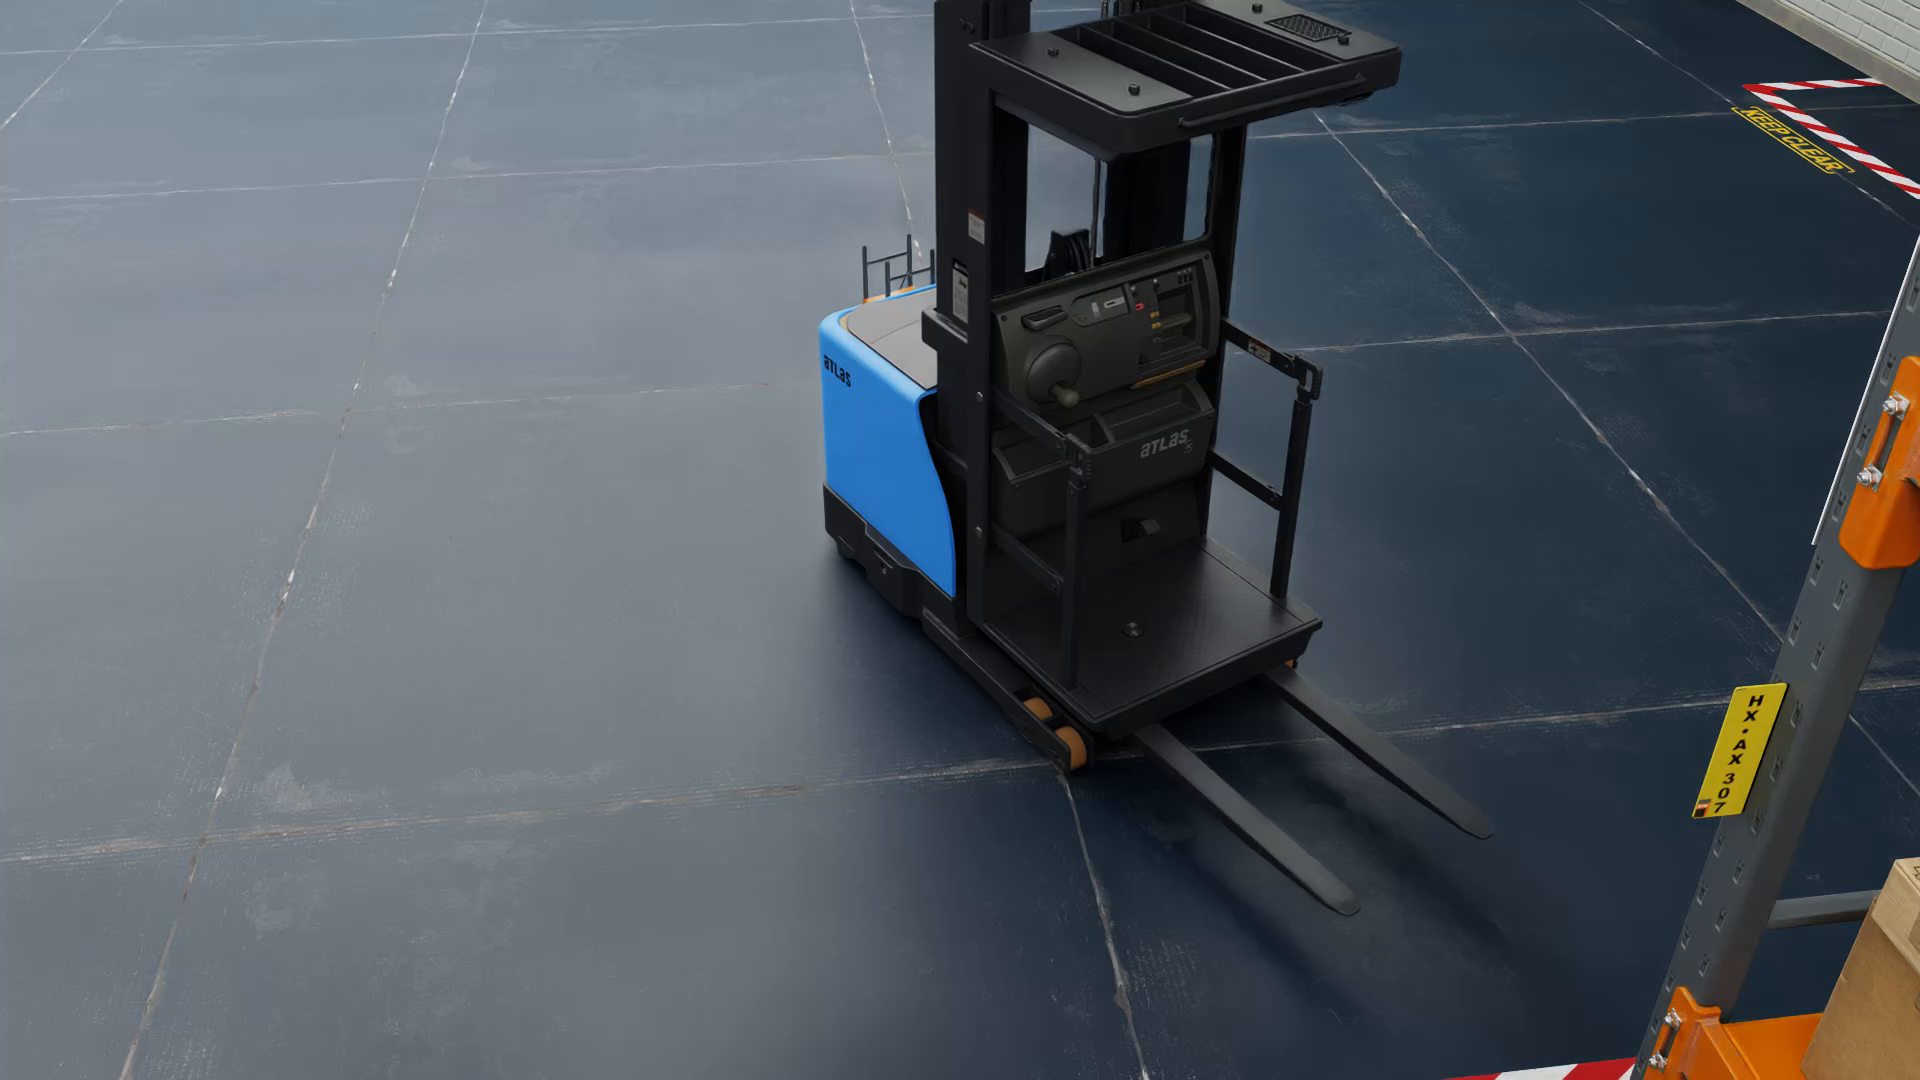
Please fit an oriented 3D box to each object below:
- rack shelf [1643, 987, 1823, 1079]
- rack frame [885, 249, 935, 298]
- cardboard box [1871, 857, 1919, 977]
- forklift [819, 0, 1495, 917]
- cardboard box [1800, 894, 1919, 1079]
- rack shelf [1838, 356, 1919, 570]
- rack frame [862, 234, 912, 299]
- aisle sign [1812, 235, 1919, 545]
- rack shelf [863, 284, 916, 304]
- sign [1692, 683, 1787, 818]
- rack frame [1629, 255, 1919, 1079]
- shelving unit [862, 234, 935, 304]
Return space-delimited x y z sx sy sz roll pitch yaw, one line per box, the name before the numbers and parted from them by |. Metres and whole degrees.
rack shelf | 2.297 2.168 2.043 1.077 0.370 4.000 -4 35 -6
rack frame | -0.206 -0.673 7.172 0.240 1.200 0.006 -20 39 -27
cardboard box | 1.867 0.681 2.922 0.380 0.149 0.250 -5 35 -7
forklift | 0.646 -0.677 5.641 1.130 2.935 3.031 -20 39 -27
cardboard box | 2.078 0.975 3.067 0.700 0.500 0.500 -4 35 -6
rack shelf | 2.297 0.929 1.199 1.077 0.370 4.000 -4 35 -6
rack frame | -0.307 -0.759 7.299 0.240 1.200 0.006 -20 39 -27
aisle sign | 1.715 -0.333 2.766 0.394 0.787 0.004 -4 35 -6
rack shelf | -0.256 -0.977 7.058 0.258 0.103 0.180 -20 39 -27
sign | 1.477 0.403 3.156 0.100 0.325 0.005 -4 35 -6
rack frame | 2.031 0.755 3.479 0.949 2.616 0.053 -4 35 -6
shelving unit | -0.256 -0.716 7.235 0.258 1.200 0.189 -20 39 -27
